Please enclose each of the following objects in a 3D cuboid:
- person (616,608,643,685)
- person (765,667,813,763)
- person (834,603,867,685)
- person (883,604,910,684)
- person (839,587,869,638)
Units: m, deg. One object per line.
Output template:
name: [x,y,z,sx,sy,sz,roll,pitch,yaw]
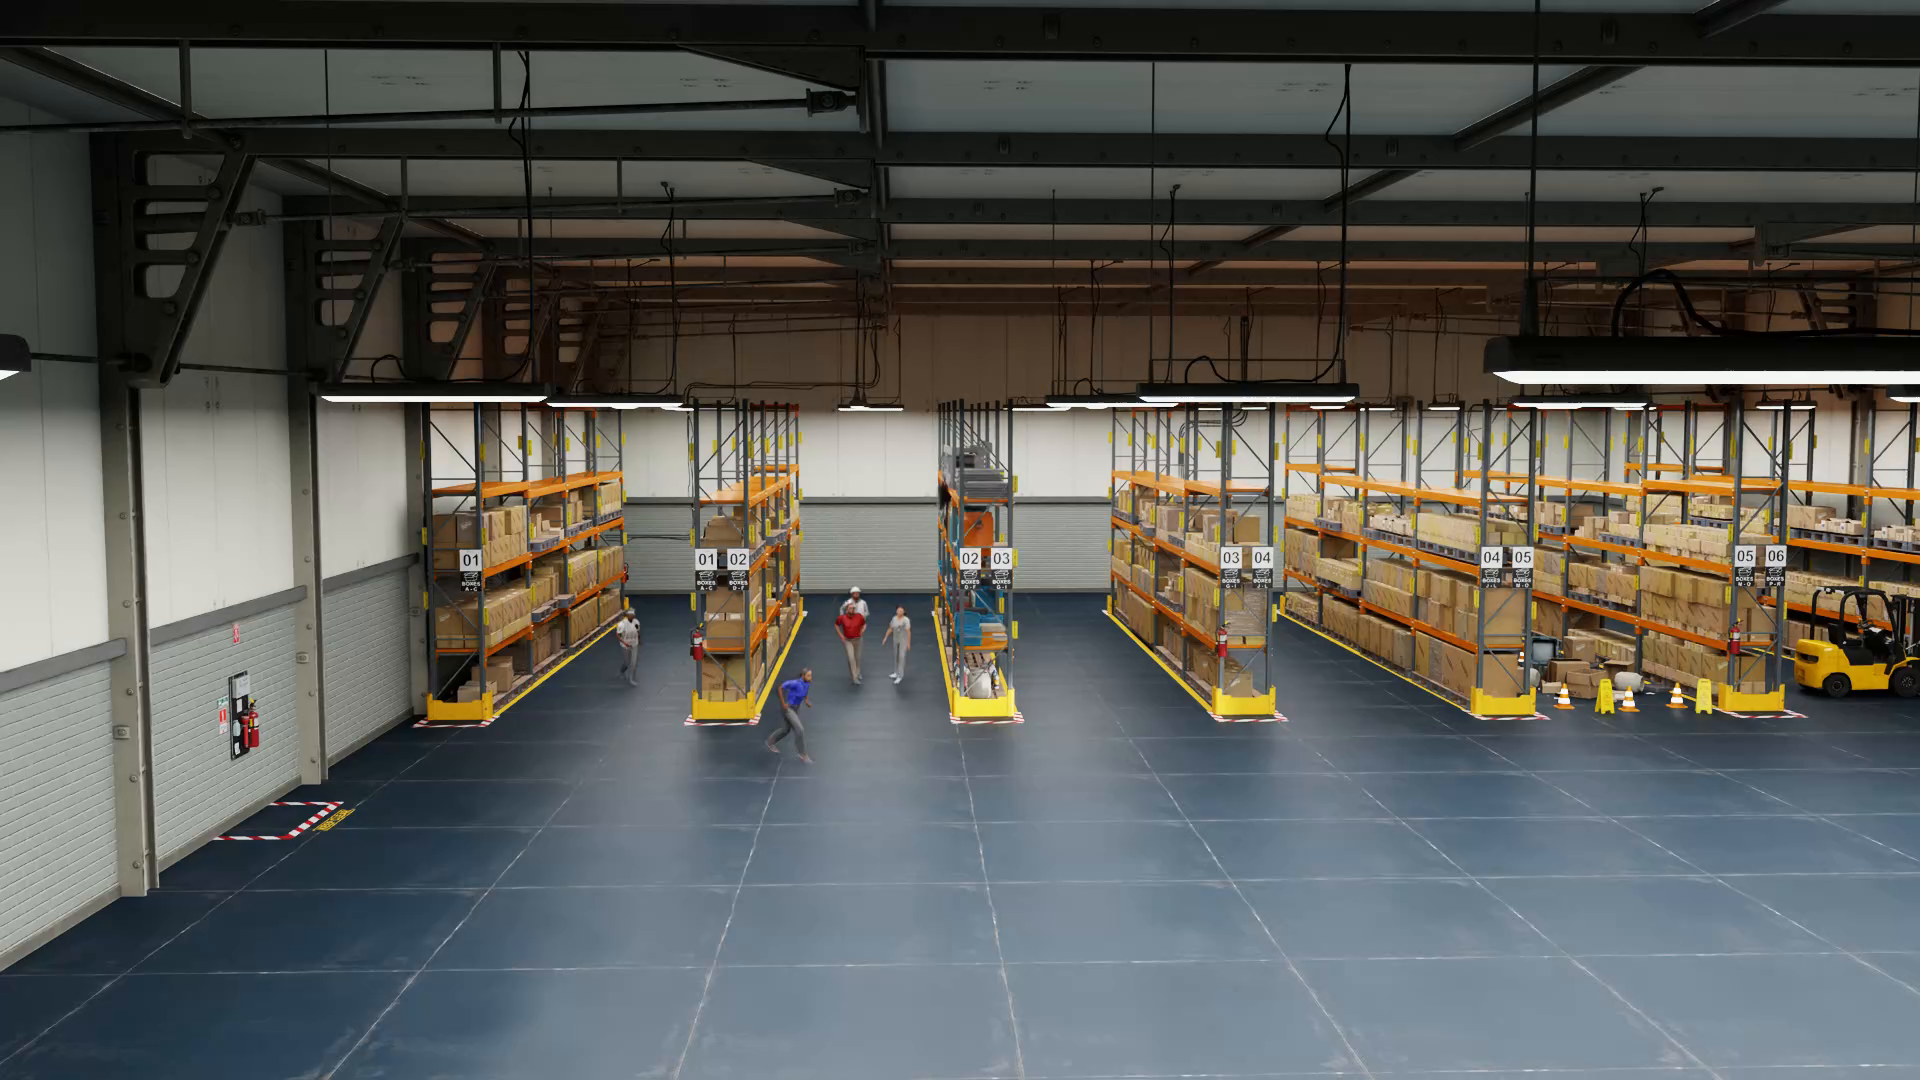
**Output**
person: [-7.037,2.235,35.282,0.574,1.642,0.743,-2,5,-26]
person: [-2.846,2.885,27.478,0.957,1.602,0.616,3,5,32]
person: [-2.324,2.175,35.386,0.680,1.704,0.868,-1,4,-11]
person: [-1.330,2.198,35.643,0.620,1.664,0.761,3,5,32]
person: [-2.389,1.966,37.917,0.641,1.798,0.719,-1,4,-15]
